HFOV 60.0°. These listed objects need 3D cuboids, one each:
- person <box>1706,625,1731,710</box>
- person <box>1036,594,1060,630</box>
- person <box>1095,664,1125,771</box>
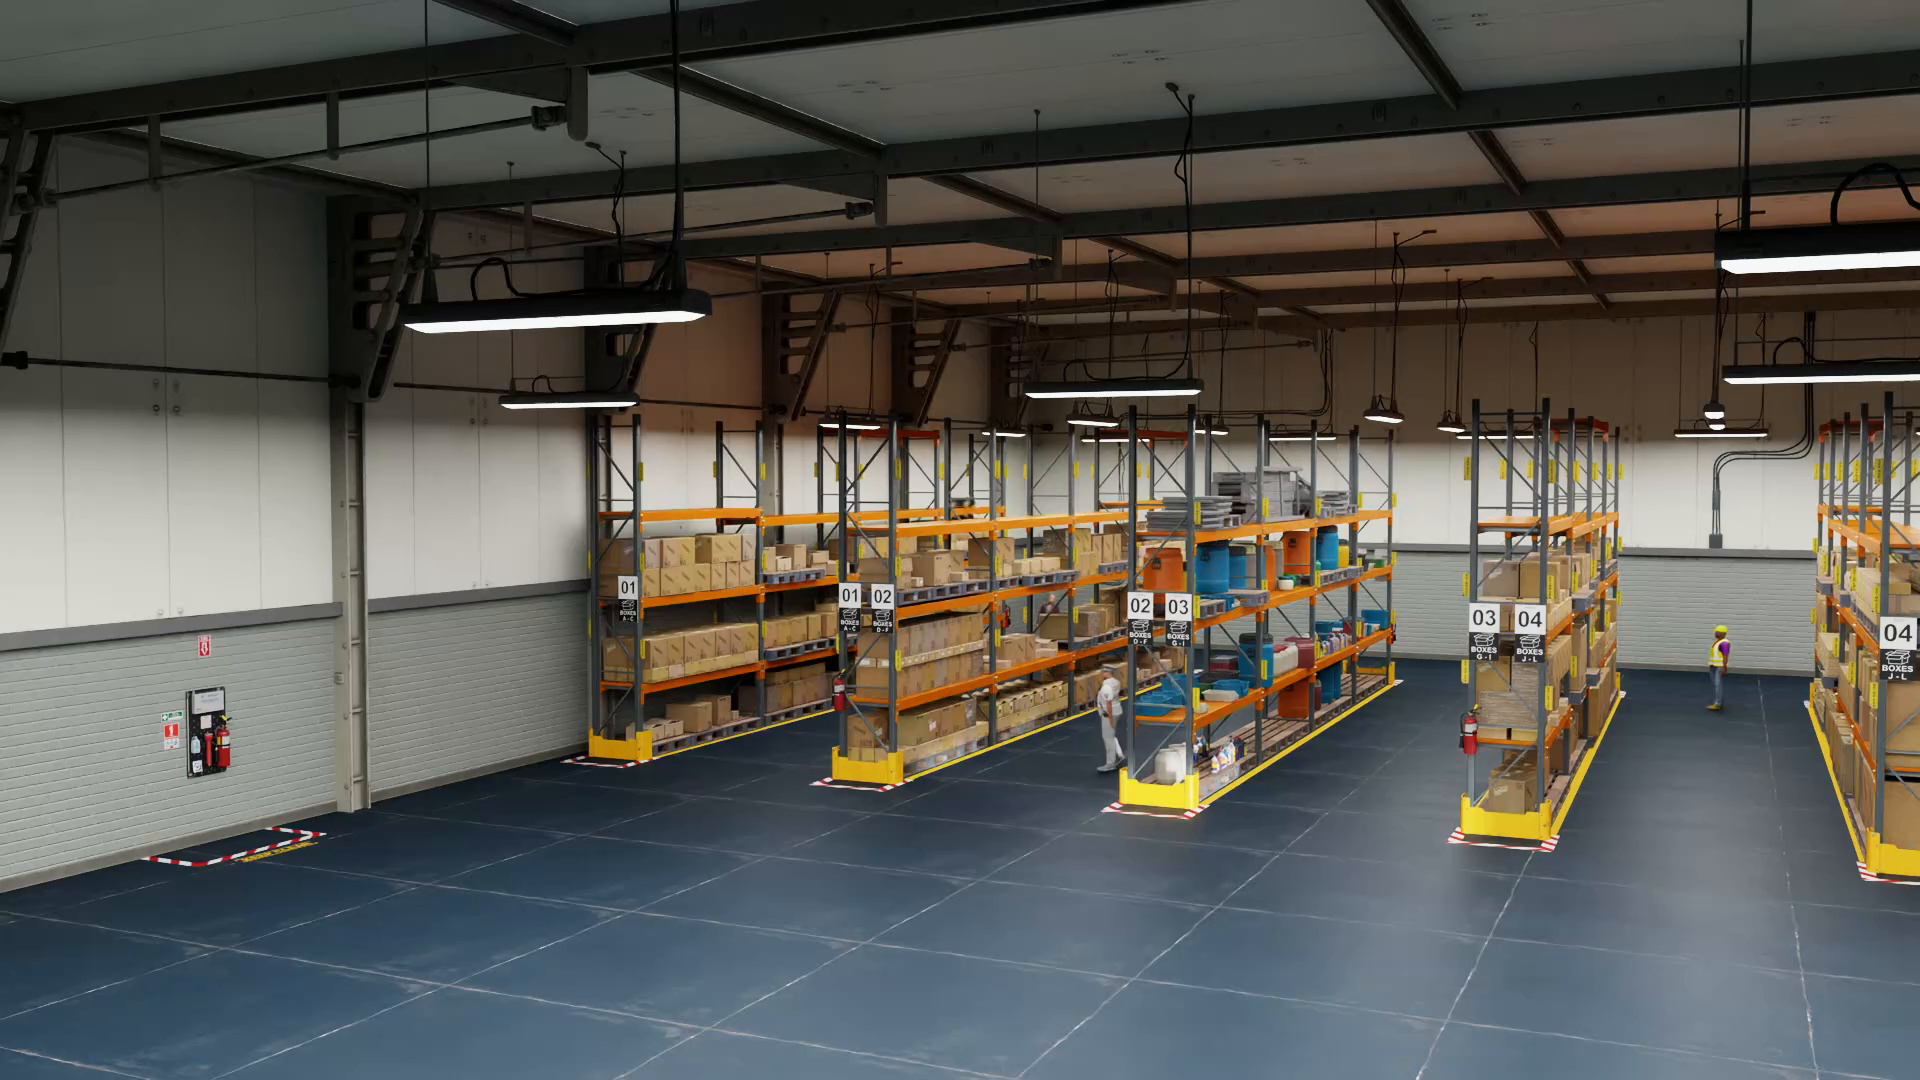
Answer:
[{"bbox_3d":[15.952,2.683,35.077,0.601,1.762,0.568,-1,2,-15],"label":"person"},{"bbox_3d":[2.362,2.314,44.270,0.657,1.723,1.130,0,2,10],"label":"person"},{"bbox_3d":[2.520,2.974,27.912,0.426,1.784,0.618,1,3,22],"label":"person"}]
